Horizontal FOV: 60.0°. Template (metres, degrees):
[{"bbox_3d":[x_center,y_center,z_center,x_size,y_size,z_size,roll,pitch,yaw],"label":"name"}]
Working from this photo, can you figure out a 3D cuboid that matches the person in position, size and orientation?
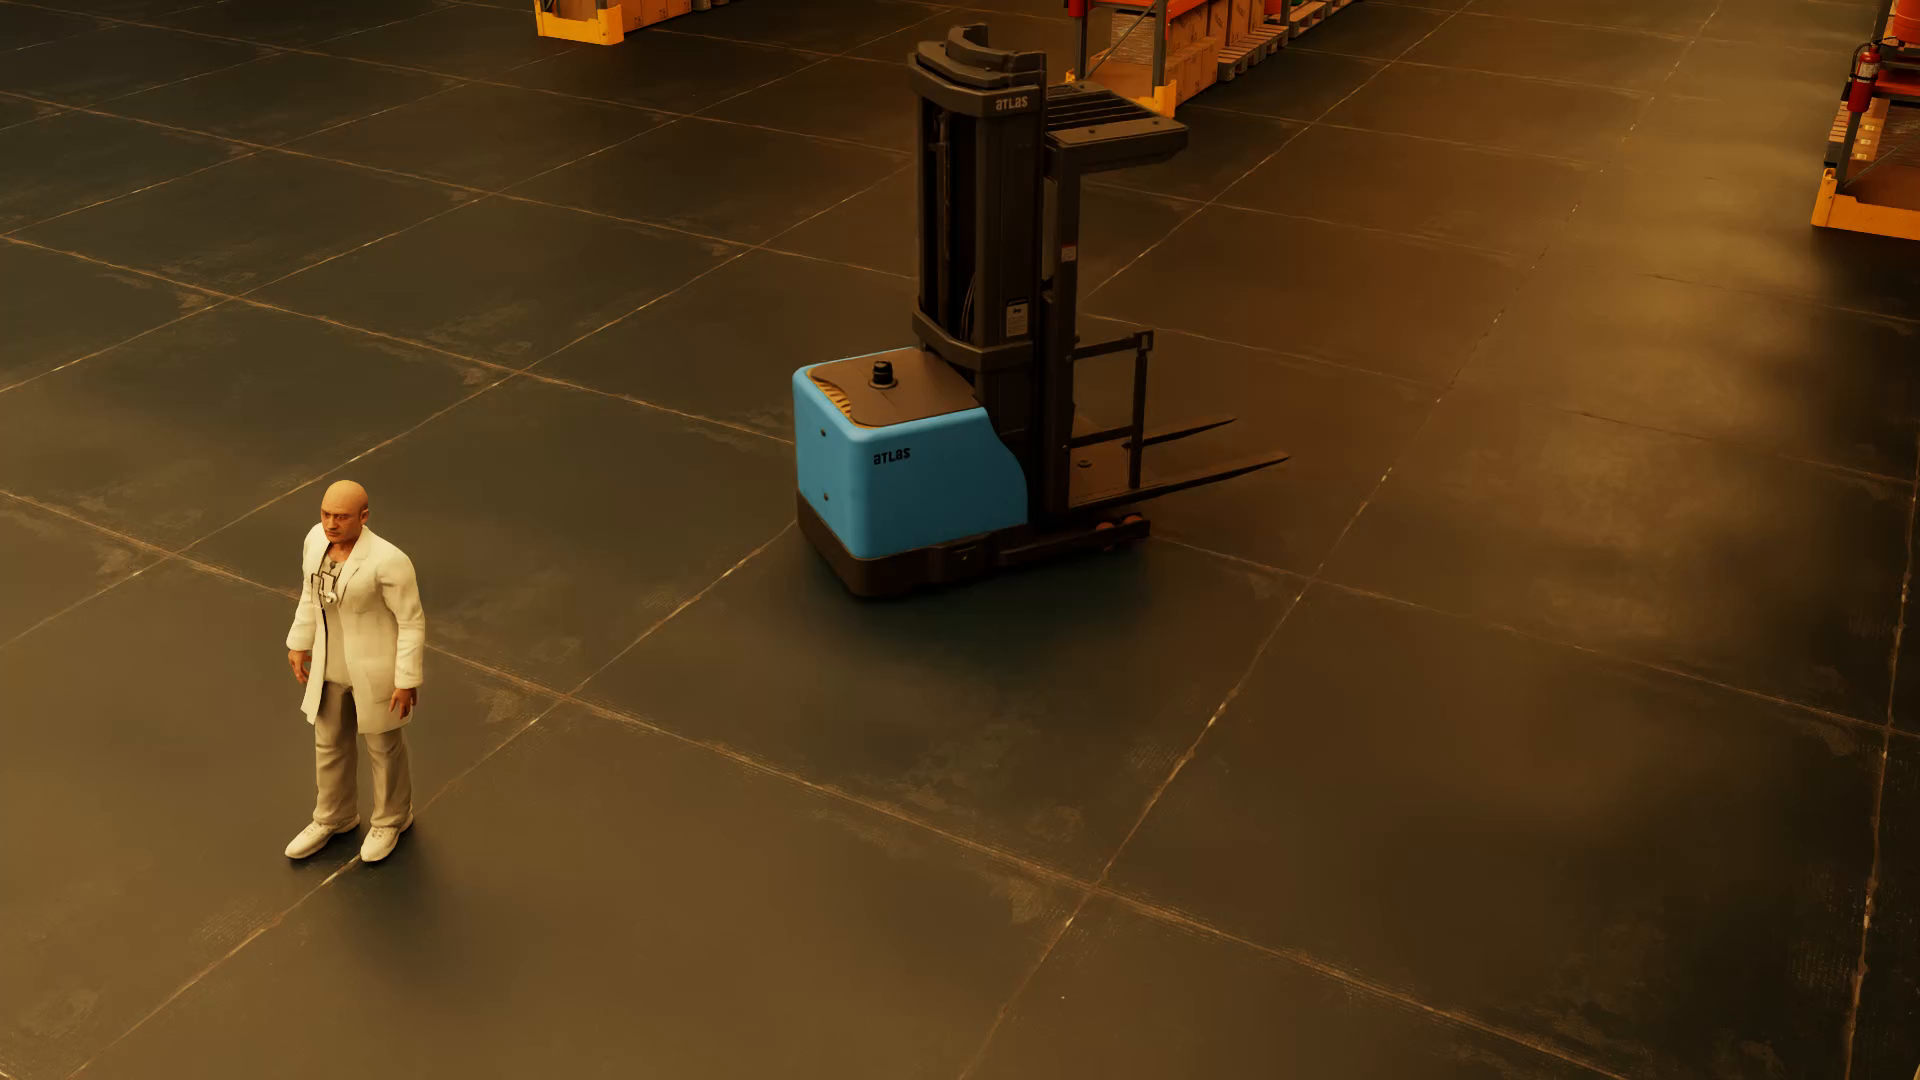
[{"bbox_3d":[-2.647,0.602,7.167,0.698,1.777,0.580,12,32,20],"label":"person"}]

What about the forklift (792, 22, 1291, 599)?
[{"bbox_3d":[0.576,-1.431,9.550,3.031,2.935,1.130,-13,33,-22],"label":"forklift"}]
